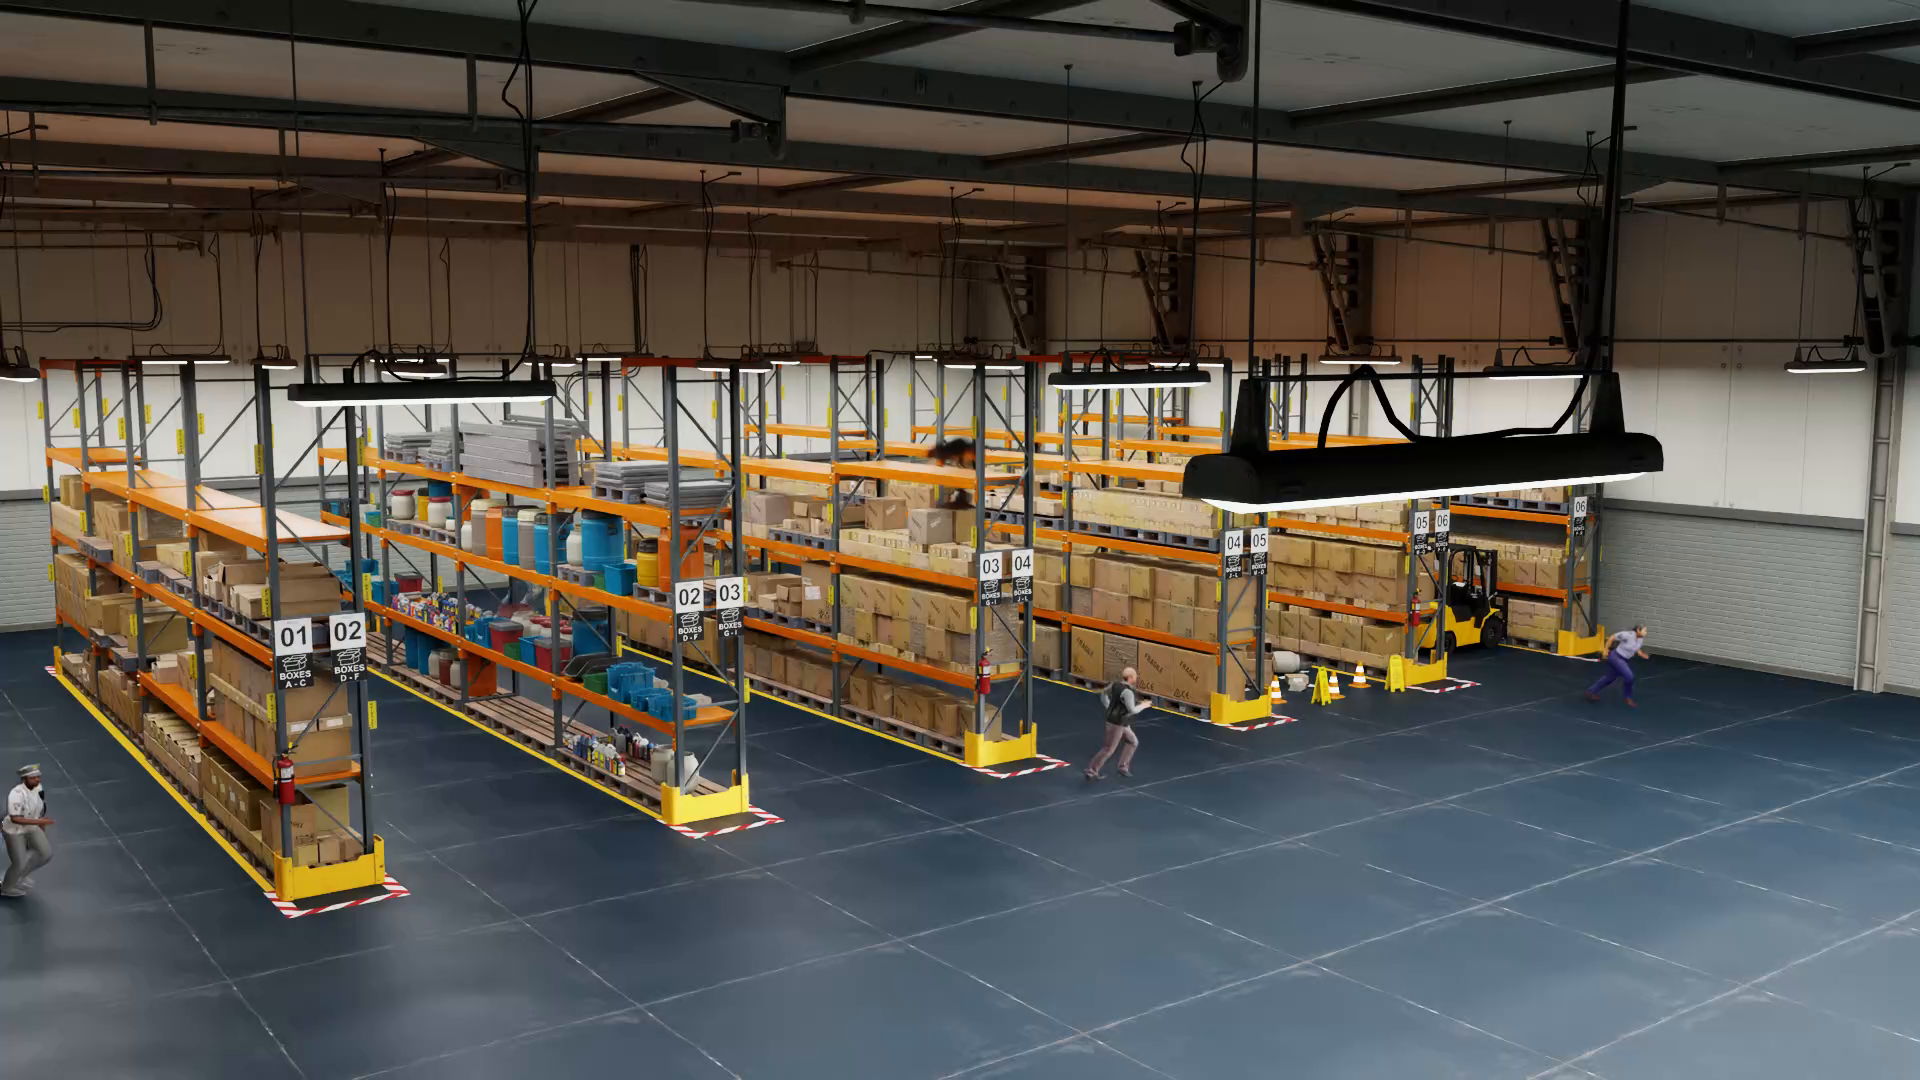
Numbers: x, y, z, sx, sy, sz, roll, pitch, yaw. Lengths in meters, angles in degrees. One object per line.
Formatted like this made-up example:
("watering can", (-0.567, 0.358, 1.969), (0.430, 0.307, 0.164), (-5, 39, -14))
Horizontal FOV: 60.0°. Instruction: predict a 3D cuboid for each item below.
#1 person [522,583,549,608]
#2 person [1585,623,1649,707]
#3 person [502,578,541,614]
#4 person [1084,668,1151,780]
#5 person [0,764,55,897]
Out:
("person", (-9.809, 0.845, 38.875), (0.921, 1.664, 0.722), (1, 7, 6))
("person", (11.462, 2.118, 28.937), (0.574, 1.463, 1.052), (-6, 9, -43))
("person", (-10.089, 0.873, 38.176), (1.010, 1.733, 0.698), (-4, 8, -30))
("person", (2.254, 2.646, 23.758), (0.961, 1.673, 0.579), (0, 7, -3))
("person", (-10.597, 3.293, 18.905), (0.766, 1.574, 0.576), (2, 7, 13))
